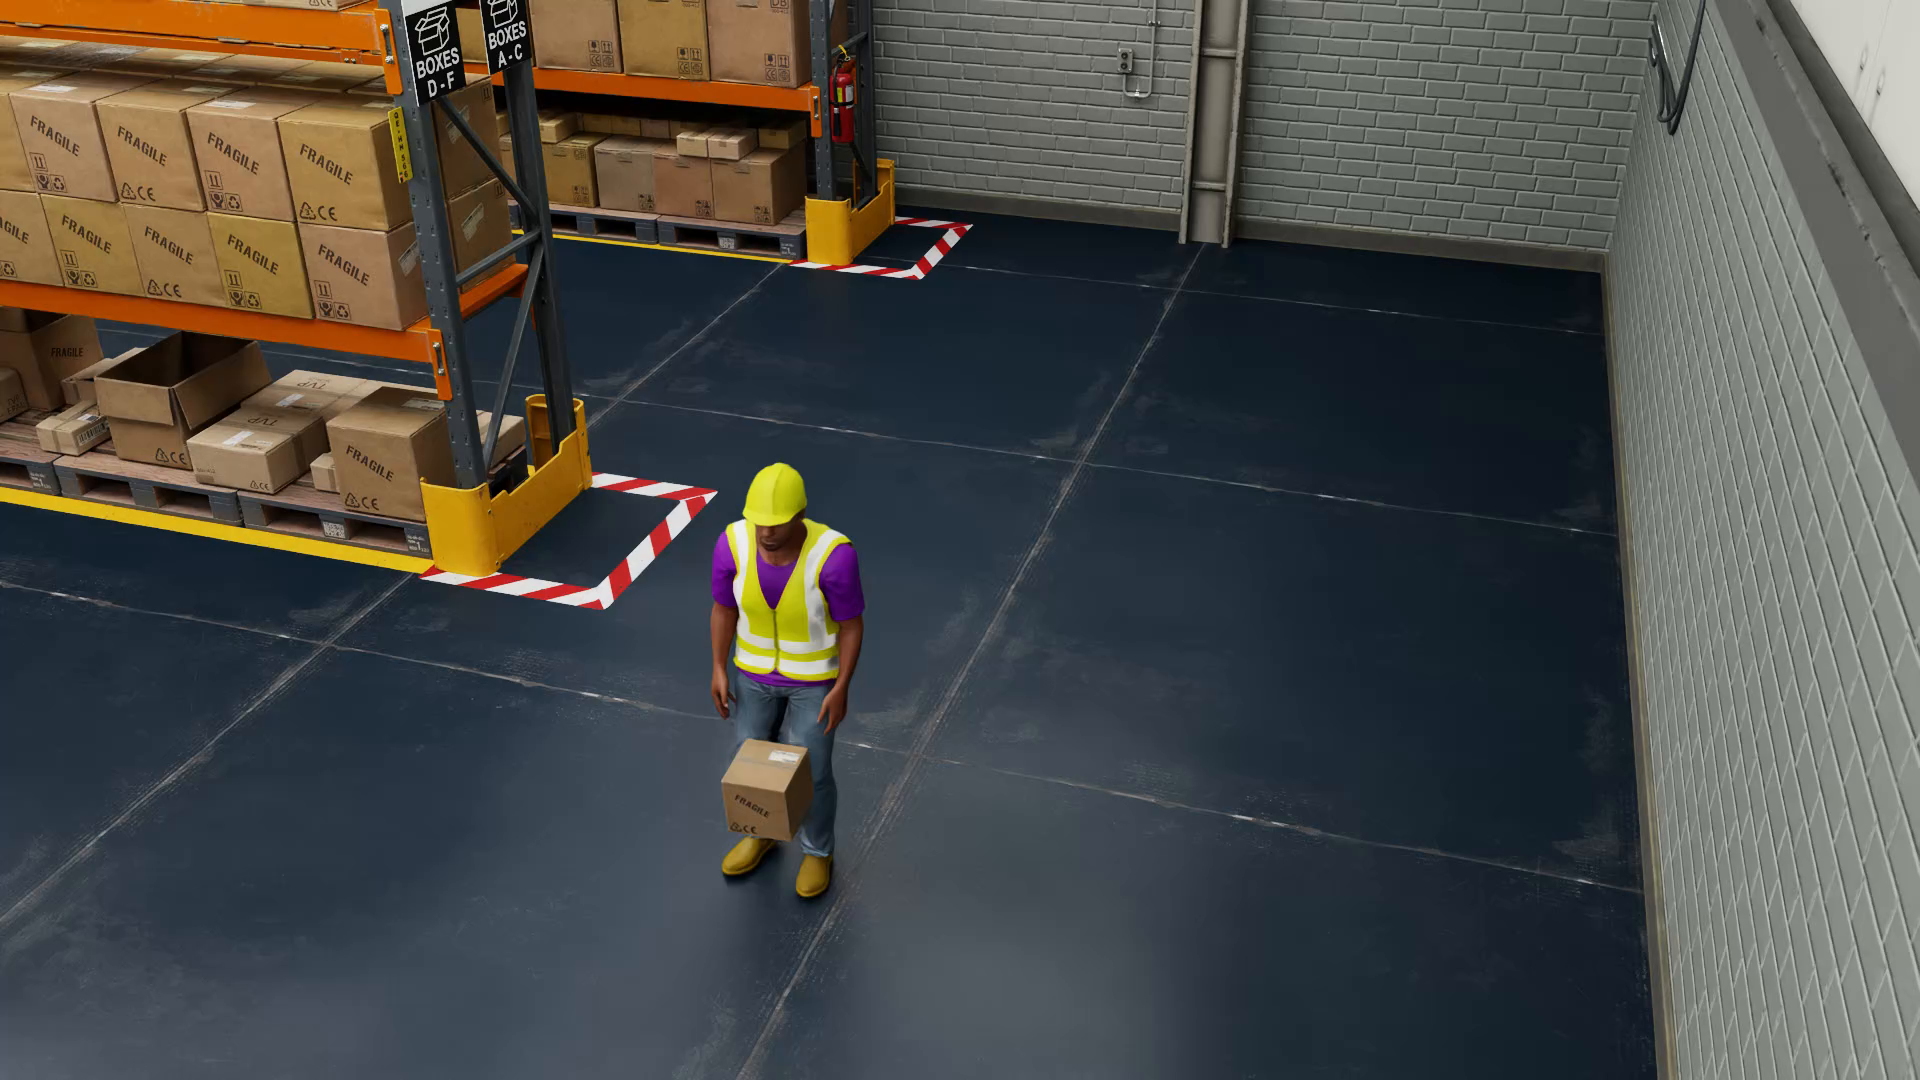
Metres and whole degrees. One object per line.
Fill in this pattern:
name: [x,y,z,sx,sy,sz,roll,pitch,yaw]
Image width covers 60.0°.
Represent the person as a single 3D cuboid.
person: [-0.645,0.506,6.191,0.589,1.765,0.457,8,30,14]
